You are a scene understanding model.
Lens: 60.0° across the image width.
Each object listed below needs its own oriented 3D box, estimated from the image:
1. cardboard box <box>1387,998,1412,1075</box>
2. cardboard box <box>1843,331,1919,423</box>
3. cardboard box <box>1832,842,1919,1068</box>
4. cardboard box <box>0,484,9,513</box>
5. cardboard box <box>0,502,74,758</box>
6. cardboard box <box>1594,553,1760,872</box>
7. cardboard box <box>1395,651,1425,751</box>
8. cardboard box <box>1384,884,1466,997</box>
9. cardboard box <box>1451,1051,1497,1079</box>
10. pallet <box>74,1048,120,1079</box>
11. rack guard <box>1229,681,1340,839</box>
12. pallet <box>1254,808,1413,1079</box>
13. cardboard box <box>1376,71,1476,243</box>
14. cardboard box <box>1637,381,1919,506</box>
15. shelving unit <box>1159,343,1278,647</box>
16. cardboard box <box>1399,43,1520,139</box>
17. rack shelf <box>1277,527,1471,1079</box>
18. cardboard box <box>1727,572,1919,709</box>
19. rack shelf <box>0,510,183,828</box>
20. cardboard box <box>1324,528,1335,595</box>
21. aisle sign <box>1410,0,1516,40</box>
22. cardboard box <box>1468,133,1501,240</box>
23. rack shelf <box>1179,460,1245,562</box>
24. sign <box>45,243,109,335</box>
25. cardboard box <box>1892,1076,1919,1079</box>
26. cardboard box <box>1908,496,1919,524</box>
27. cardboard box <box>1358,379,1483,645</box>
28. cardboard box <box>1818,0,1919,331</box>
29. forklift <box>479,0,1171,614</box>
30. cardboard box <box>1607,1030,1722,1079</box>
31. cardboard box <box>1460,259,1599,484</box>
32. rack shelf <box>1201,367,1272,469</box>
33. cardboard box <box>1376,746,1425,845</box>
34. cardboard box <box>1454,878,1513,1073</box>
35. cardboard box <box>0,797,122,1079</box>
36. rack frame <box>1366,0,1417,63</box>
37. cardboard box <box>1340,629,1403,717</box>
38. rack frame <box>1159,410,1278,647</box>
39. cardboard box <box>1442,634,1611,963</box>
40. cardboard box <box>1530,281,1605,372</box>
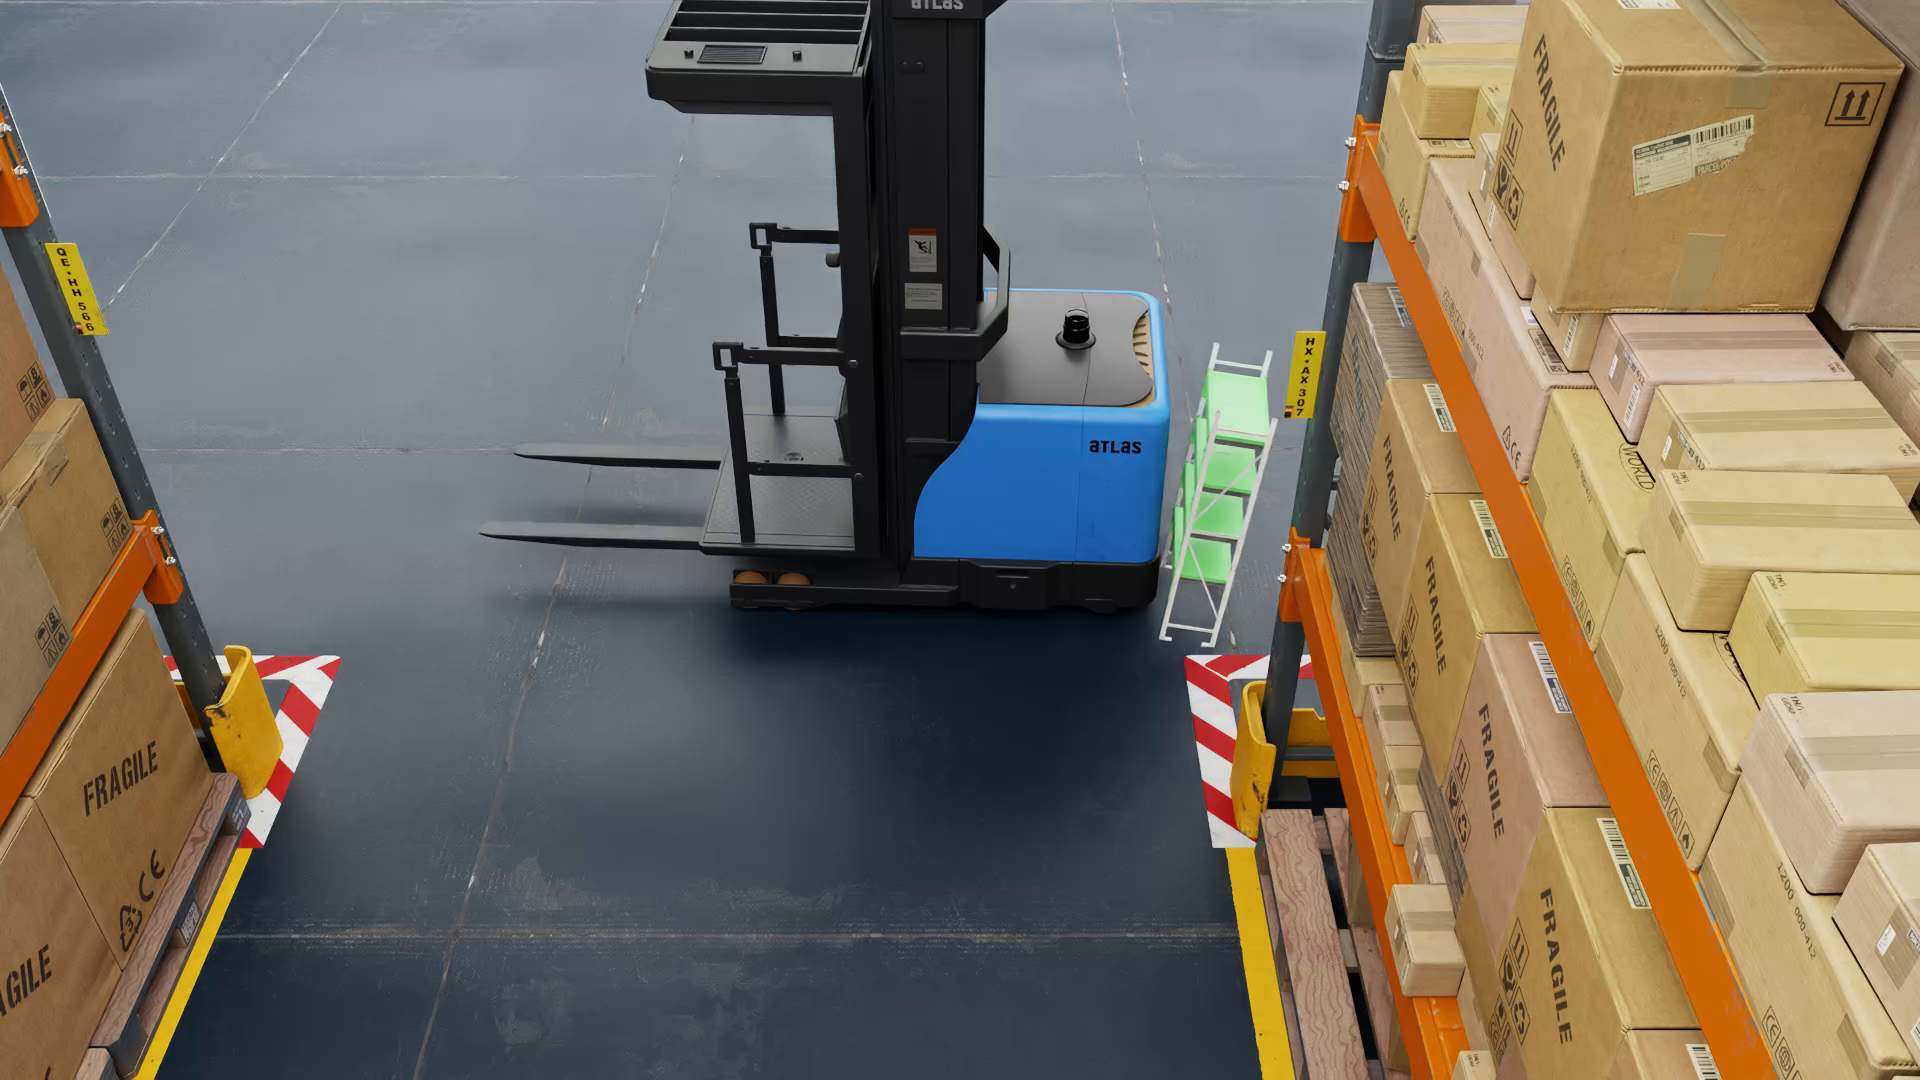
[{"bbox_3d":[1.666,1.388,5.282,0.500,0.500,0.500,10,40,12],"label":"cardboard box"},{"bbox_3d":[1.907,-0.297,3.124,0.380,0.149,0.250,-2,39,-2],"label":"cardboard box"},{"bbox_3d":[1.367,0.519,2.106,0.380,0.149,0.250,-2,39,-2],"label":"cardboard box"},{"bbox_3d":[-3.258,-0.152,4.557,0.875,0.550,0.550,0,39,0],"label":"cardboard box"},{"bbox_3d":[-3.245,0.270,4.895,0.875,0.550,0.550,0,39,0],"label":"cardboard box"},{"bbox_3d":[1.394,0.271,2.734,0.500,0.250,0.500,0,39,0],"label":"cardboard box"},{"bbox_3d":[1.741,0.314,4.642,0.875,0.500,0.500,0,39,0],"label":"cardboard box"},{"bbox_3d":[1.314,1.027,4.271,0.380,0.149,0.250,0,39,0],"label":"cardboard box"},{"bbox_3d":[1.370,1.339,3.881,0.380,0.149,0.250,0,39,0],"label":"cardboard box"},{"bbox_3d":[-3.235,2.102,4.959,1.003,0.211,1.213,0,39,0],"label":"pallet"},{"bbox_3d":[1.647,0.835,6.308,1.175,0.500,0.348,0,39,0],"label":"rack guard"},{"bbox_3d":[1.613,1.456,5.765,1.003,0.211,1.213,0,39,0],"label":"pallet"},{"bbox_3d":[1.389,-0.998,4.319,0.500,0.250,0.500,1,39,1],"label":"cardboard box"},{"bbox_3d":[1.444,-0.150,2.941,0.380,0.149,0.250,-1,39,-2],"label":"cardboard box"},{"bbox_3d":[1.068,-0.172,6.986,0.258,1.200,0.503,9,39,1],"label":"shelving unit"},{"bbox_3d":[1.320,-1.121,4.153,0.380,0.149,0.250,1,39,1],"label":"cardboard box"},{"bbox_3d":[1.649,1.344,4.250,1.077,0.370,4.000,0,39,0],"label":"rack shelf"},{"bbox_3d":[1.414,0.185,2.523,0.380,0.149,0.250,1,39,2],"label":"cardboard box"},{"bbox_3d":[-3.311,1.284,4.325,1.077,0.370,4.000,0,39,0],"label":"rack shelf"},{"bbox_3d":[1.409,0.089,5.442,0.380,0.149,0.250,0,39,0],"label":"cardboard box"},{"bbox_3d":[1.347,-1.241,4.821,0.394,0.787,0.004,0,39,0],"label":"aisle sign"},{"bbox_3d":[1.372,-0.793,3.743,0.380,0.149,0.250,1,39,2],"label":"cardboard box"},{"bbox_3d":[1.061,-0.123,7.026,0.258,0.148,0.480,9,39,1],"label":"rack shelf"},{"bbox_3d":[-2.770,-0.784,5.214,0.100,0.325,0.005,0,39,0],"label":"sign"},{"bbox_3d":[1.390,0.917,1.929,0.500,0.250,0.500,1,39,2],"label":"cardboard box"},{"bbox_3d":[1.903,-0.051,3.137,0.500,0.250,0.500,-1,39,-1],"label":"cardboard box"},{"bbox_3d":[1.369,-0.076,4.329,0.500,0.500,0.500,0,39,0],"label":"cardboard box"},{"bbox_3d":[1.902,-0.740,3.158,0.500,0.500,0.500,0,39,0],"label":"cardboard box"},{"bbox_3d":[-0.625,-1.163,6.857,3.031,2.935,1.130,2,39,2],"label":"forklift"},{"bbox_3d":[1.374,1.174,2.769,0.500,0.500,0.500,0,39,0],"label":"cardboard box"},{"bbox_3d":[1.392,-0.366,3.529,0.500,0.250,0.500,0,39,0],"label":"cardboard box"},{"bbox_3d":[1.113,-0.492,6.723,0.258,0.148,0.480,9,39,1],"label":"rack shelf"},{"bbox_3d":[1.390,0.714,4.661,0.380,0.149,0.250,0,39,0],"label":"cardboard box"},{"bbox_3d":[1.687,0.939,3.862,0.875,0.500,0.500,0,39,0],"label":"cardboard box"},{"bbox_3d":[-3.243,1.392,4.978,0.875,0.875,0.875,-1,39,-1],"label":"cardboard box"},{"bbox_3d":[1.647,-2.529,3.710,1.000,3.000,0.127,0,39,0],"label":"rack frame"},{"bbox_3d":[1.375,0.401,5.052,0.380,0.149,0.250,0,39,0],"label":"cardboard box"},{"bbox_3d":[1.042,-0.020,6.797,0.240,1.200,0.015,9,39,1],"label":"rack frame"},{"bbox_3d":[1.377,0.549,3.549,0.500,0.500,0.500,0,39,0],"label":"cardboard box"},{"bbox_3d":[1.384,-0.470,3.340,0.380,0.149,0.250,-2,39,-2],"label":"cardboard box"}]
